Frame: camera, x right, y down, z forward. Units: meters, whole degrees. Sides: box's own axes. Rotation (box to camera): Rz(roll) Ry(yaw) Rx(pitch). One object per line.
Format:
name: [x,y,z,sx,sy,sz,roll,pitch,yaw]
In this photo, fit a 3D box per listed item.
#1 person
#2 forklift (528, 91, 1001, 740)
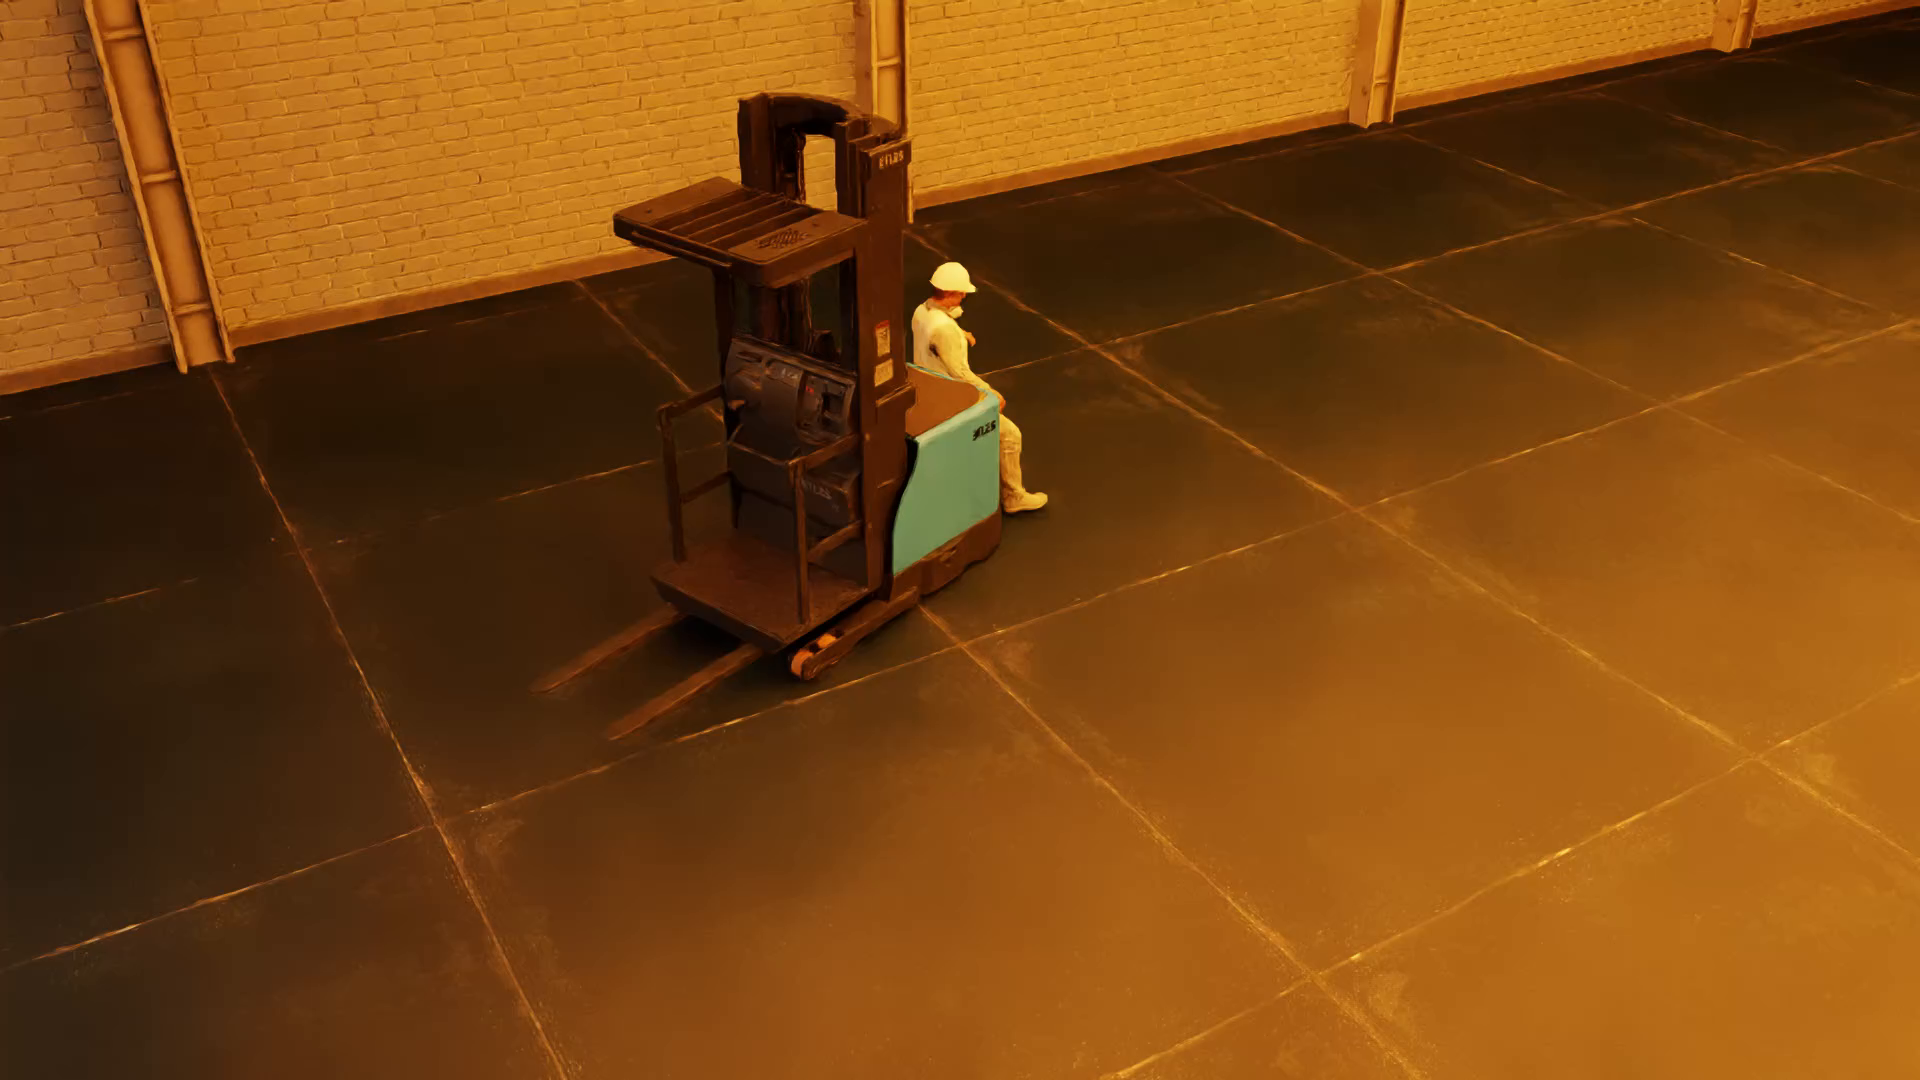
person: [0.002,-1.017,10.668,0.925,1.631,0.992,-9,32,-15]
forklift: [-1.064,-0.772,8.936,1.130,2.935,3.031,23,38,33]
